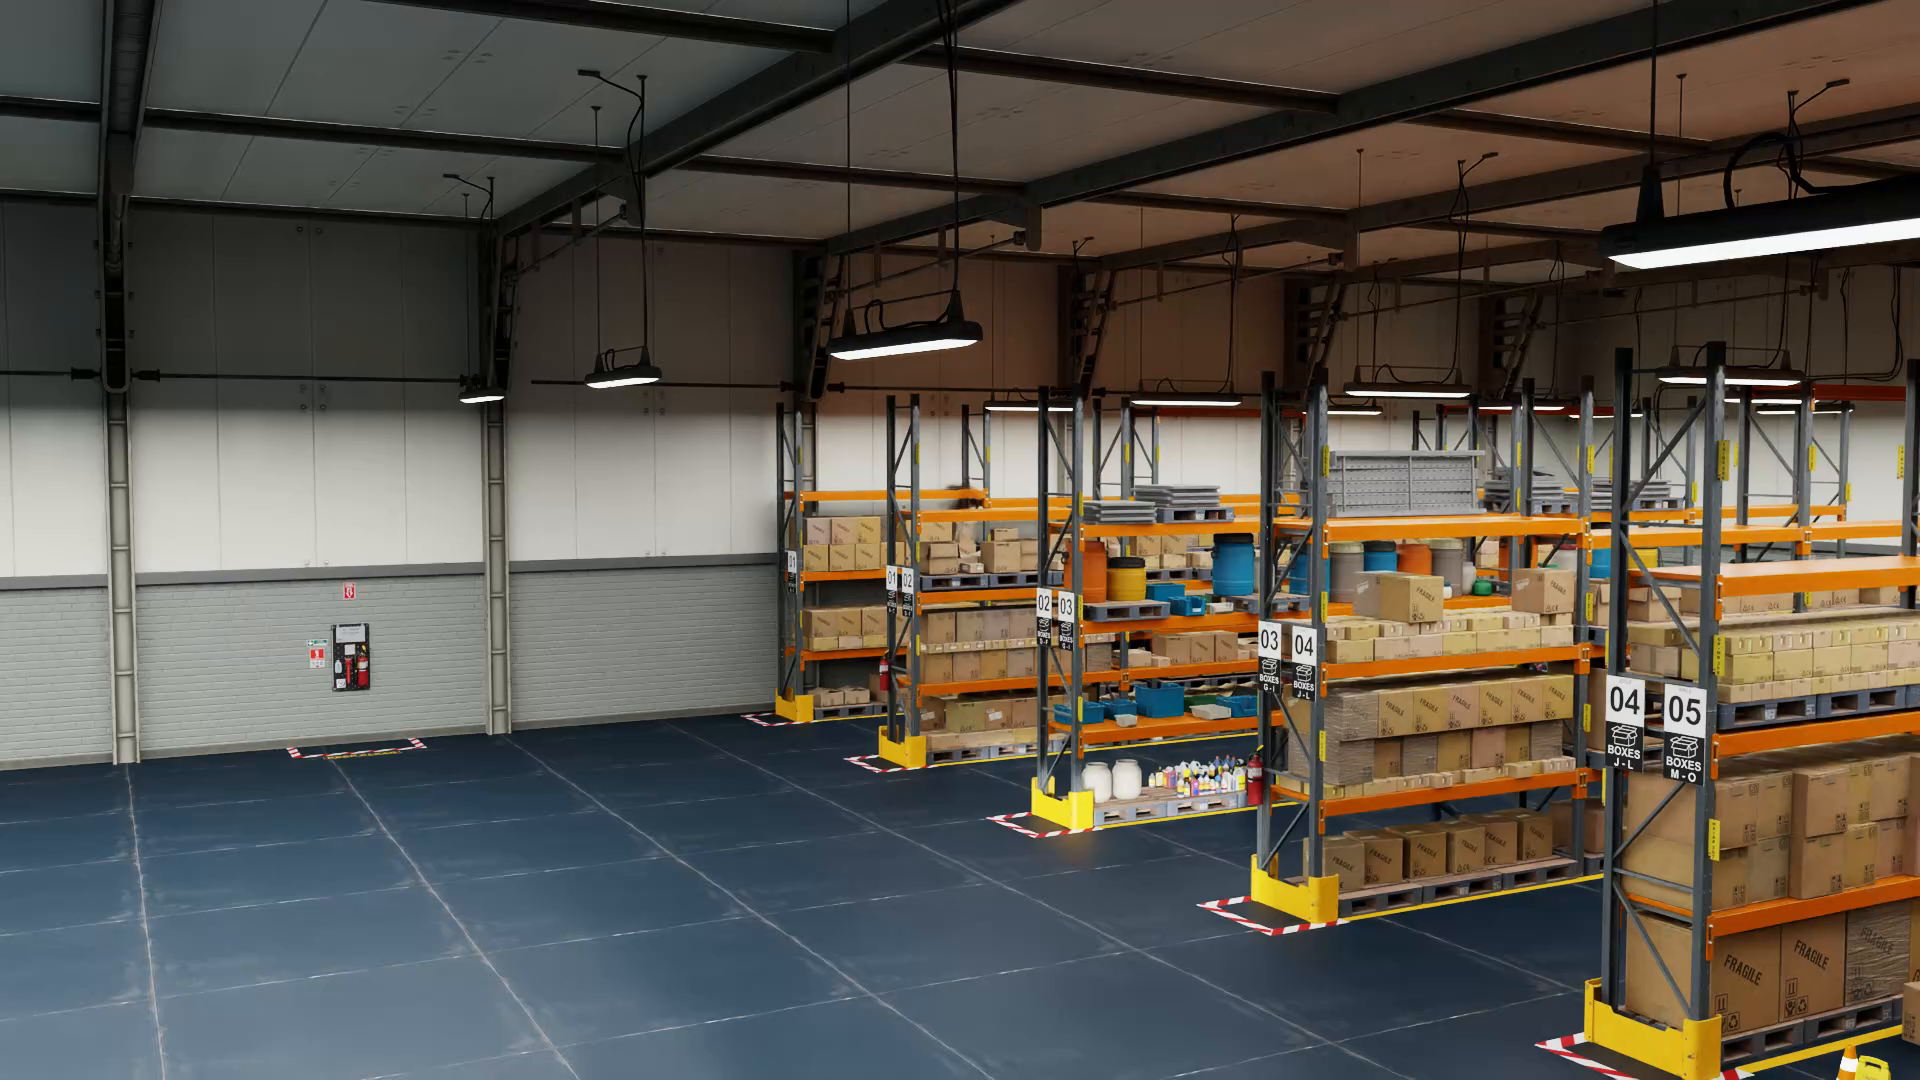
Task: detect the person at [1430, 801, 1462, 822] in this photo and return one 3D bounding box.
[{"bbox_3d":[6.304,3.151,21.687,0.669,1.567,0.438,2,4,27],"label":"person"}]

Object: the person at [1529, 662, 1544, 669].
[{"bbox_3d":[10.783,2.485,31.668,1.018,1.745,0.641,-2,4,-25],"label":"person"}]

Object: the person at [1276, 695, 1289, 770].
[{"bbox_3d":[5.294,2.855,26.371,0.845,1.612,0.457,0,3,-4],"label":"person"}]
